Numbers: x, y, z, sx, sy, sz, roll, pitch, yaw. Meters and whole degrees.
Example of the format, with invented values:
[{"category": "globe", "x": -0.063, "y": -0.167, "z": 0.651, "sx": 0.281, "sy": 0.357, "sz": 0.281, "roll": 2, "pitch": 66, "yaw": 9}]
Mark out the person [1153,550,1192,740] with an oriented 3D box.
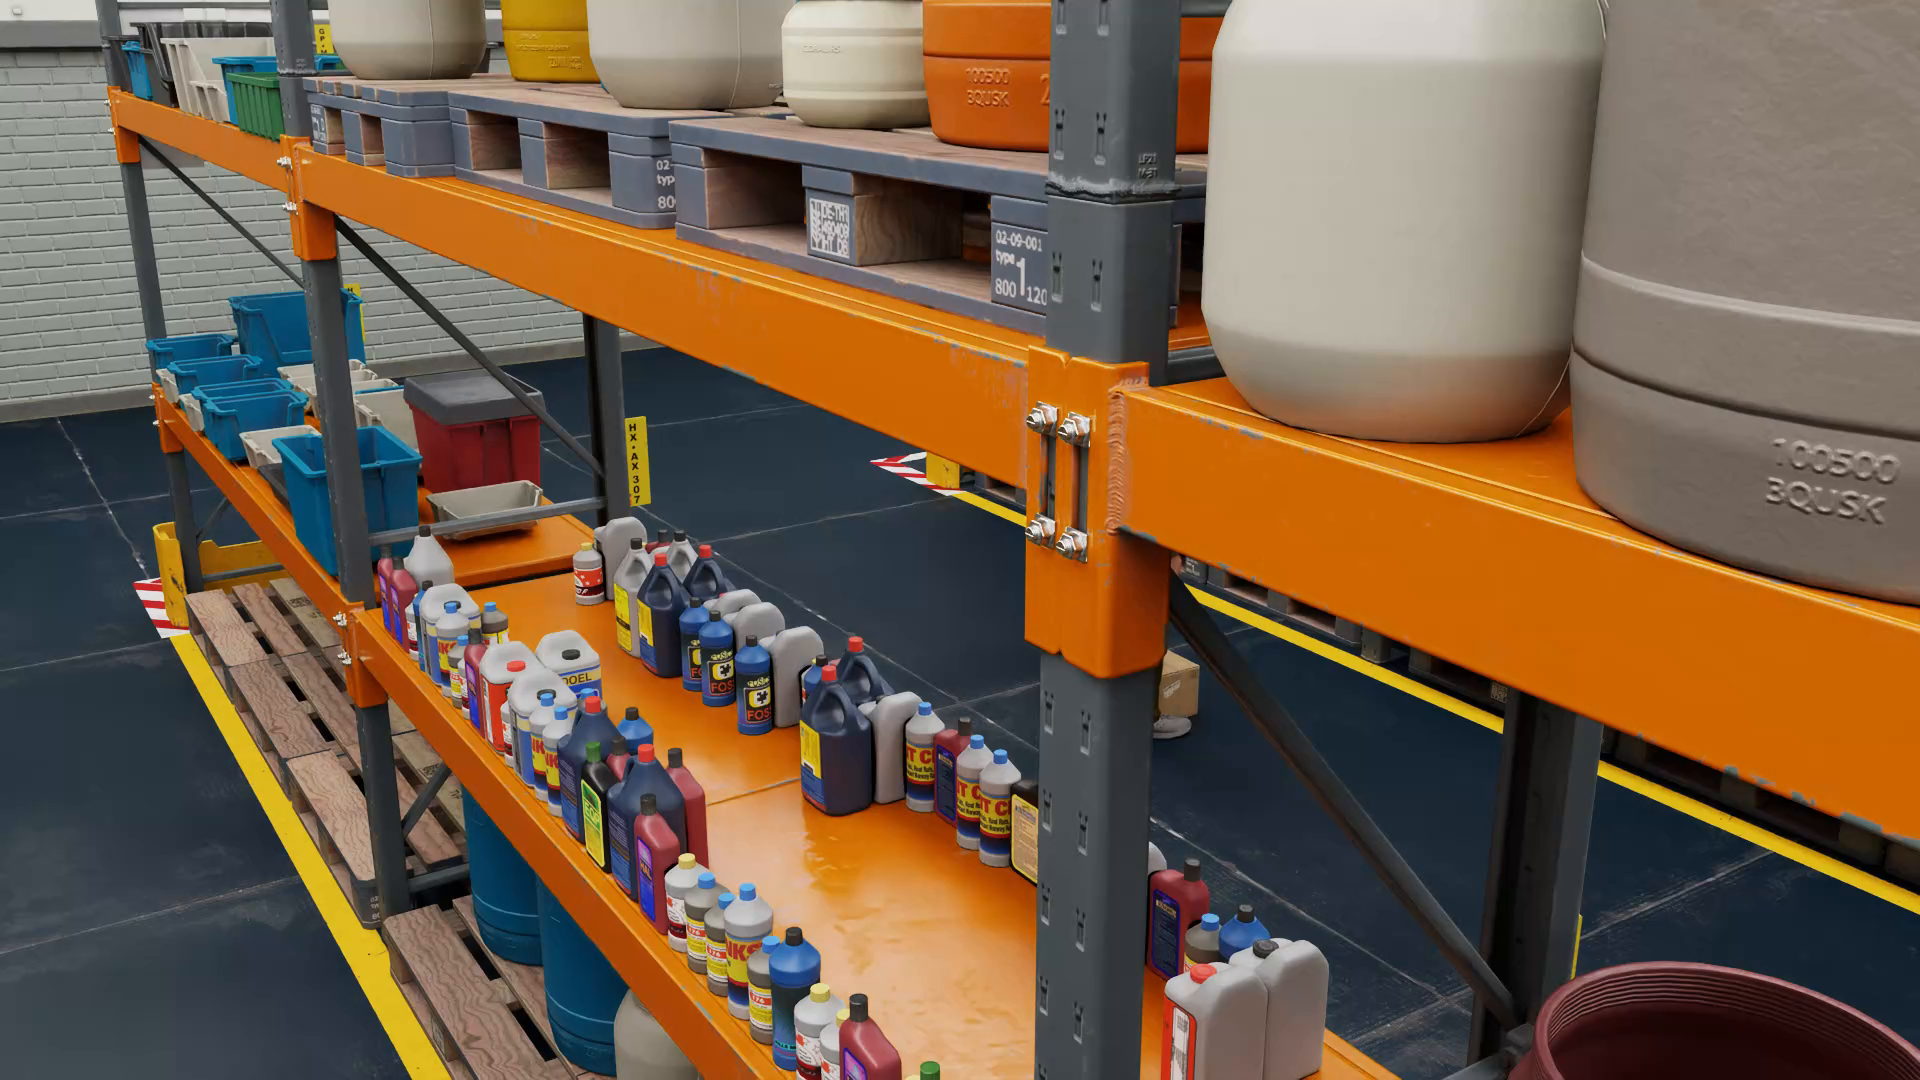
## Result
[{"category": "person", "x": 0.758, "y": 0.015, "z": 7.531, "sx": 0.423, "sy": 1.774, "sz": 0.643, "roll": -11, "pitch": 21, "yaw": -31}]
